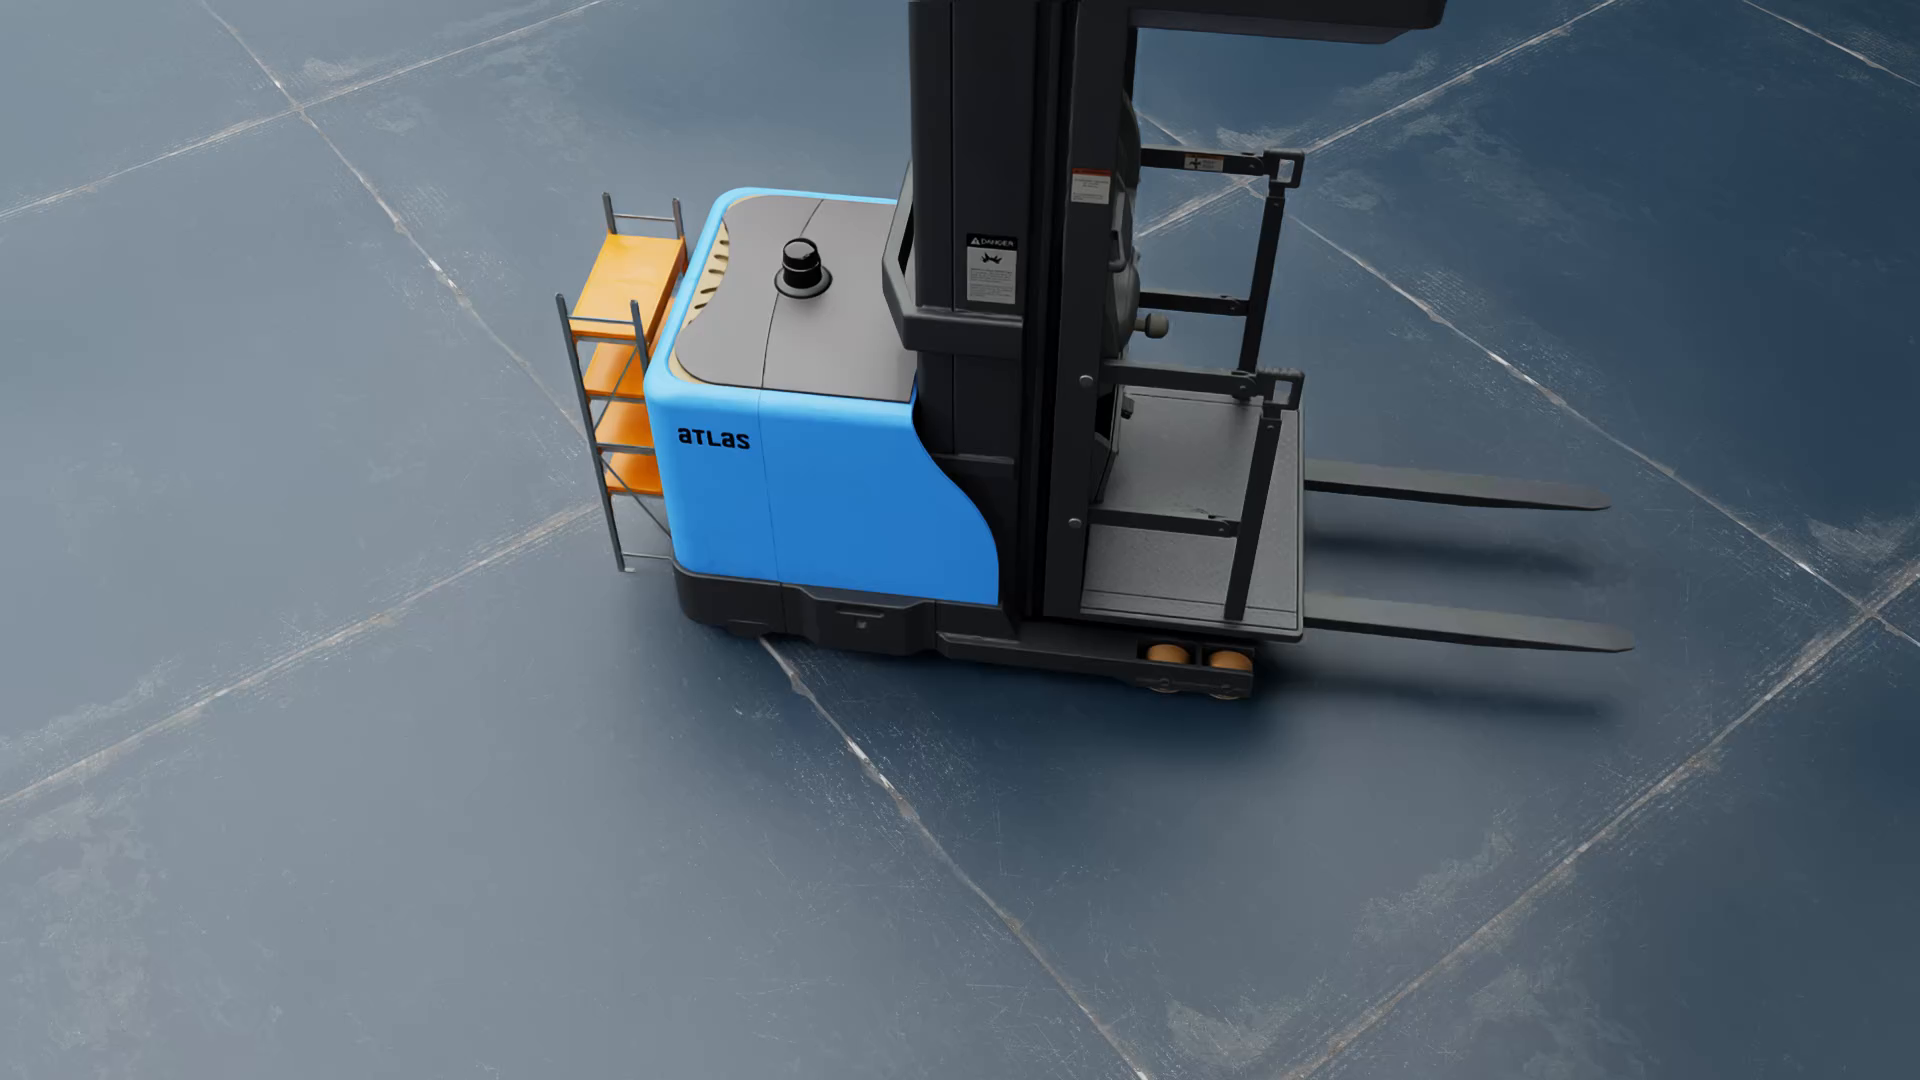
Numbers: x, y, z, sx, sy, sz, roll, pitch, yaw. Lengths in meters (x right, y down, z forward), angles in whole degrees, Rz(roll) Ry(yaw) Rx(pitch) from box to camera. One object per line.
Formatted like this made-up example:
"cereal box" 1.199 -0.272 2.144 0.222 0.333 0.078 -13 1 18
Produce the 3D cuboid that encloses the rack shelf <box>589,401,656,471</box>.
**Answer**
"rack shelf" -1.009 -0.424 5.415 0.258 0.148 0.480 6 48 5

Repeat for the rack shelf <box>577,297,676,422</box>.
"rack shelf" -1.009 -0.574 5.250 0.258 0.148 0.480 6 48 5

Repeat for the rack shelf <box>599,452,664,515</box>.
"rack shelf" -1.009 -0.291 5.563 0.258 0.148 0.480 6 48 5

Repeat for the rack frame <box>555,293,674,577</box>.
"rack frame" -1.041 -0.290 5.203 0.240 1.200 0.015 6 48 5

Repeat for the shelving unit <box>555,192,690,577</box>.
"shelving unit" -1.009 -0.469 5.366 0.258 1.200 0.503 6 48 5

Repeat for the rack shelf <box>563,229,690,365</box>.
"rack shelf" -1.009 -0.733 5.074 0.258 0.148 0.480 6 48 5

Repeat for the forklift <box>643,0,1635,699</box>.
"forklift" 0.638 -0.901 4.588 3.031 2.935 1.130 6 48 5

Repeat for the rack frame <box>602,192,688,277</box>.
"rack frame" -0.977 -0.649 5.528 0.240 1.200 0.015 6 48 5
